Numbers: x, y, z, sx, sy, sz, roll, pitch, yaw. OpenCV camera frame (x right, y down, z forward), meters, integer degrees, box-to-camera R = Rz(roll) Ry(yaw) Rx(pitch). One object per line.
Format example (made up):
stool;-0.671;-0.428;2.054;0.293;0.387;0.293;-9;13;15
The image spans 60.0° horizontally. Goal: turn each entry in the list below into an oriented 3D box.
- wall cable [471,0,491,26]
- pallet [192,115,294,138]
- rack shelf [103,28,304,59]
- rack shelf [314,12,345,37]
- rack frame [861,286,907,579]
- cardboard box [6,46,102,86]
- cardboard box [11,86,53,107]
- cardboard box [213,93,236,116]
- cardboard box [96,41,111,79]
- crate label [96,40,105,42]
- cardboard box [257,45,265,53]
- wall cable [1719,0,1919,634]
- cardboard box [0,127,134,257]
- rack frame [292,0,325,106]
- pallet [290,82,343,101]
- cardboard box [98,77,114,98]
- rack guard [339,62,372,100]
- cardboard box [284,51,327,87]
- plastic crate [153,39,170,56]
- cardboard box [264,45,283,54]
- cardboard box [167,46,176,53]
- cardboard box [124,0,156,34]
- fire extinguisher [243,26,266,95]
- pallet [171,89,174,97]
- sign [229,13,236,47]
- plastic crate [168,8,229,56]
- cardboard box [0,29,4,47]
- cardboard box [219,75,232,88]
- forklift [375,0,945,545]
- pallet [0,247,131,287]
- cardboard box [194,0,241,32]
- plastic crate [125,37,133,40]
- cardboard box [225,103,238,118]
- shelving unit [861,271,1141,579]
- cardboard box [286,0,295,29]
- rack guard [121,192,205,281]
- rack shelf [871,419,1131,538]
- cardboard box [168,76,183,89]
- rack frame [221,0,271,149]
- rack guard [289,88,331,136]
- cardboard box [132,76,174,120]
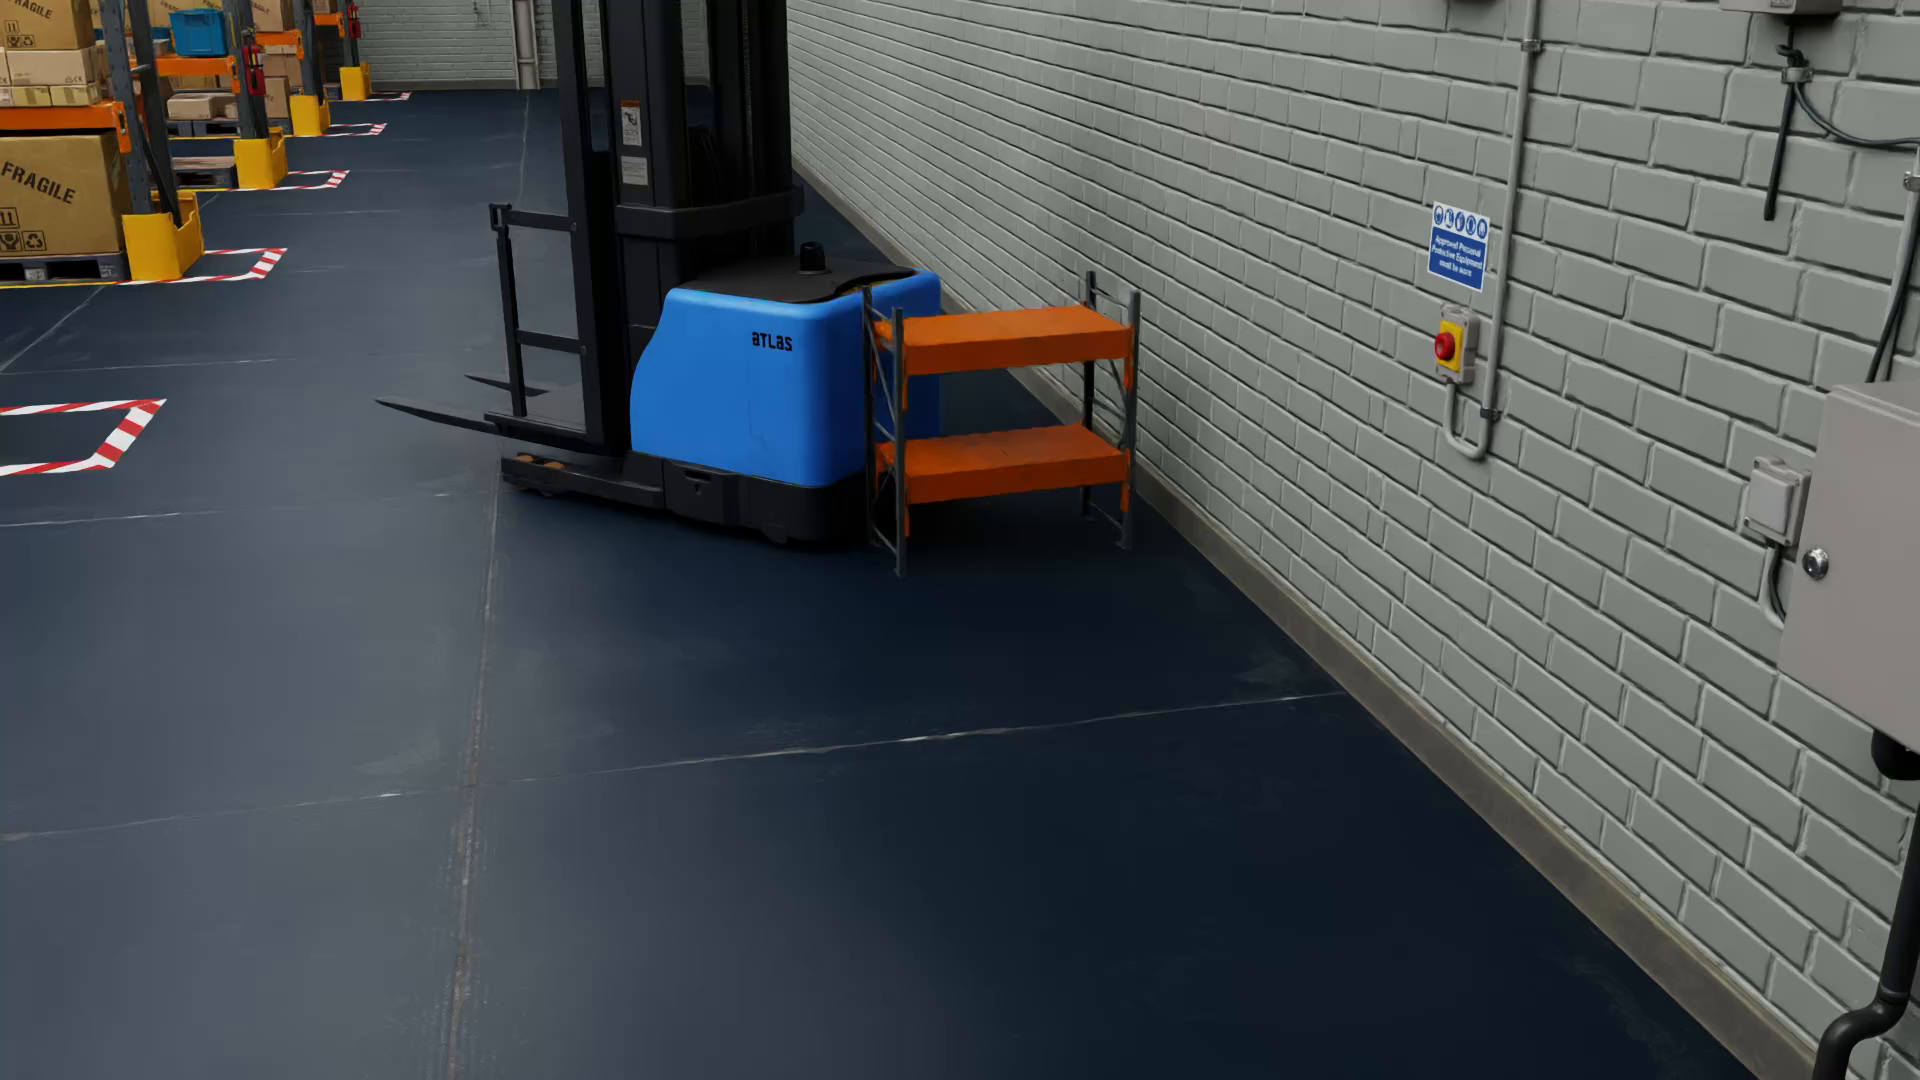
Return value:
wall cable;-8.721;-9.460;27.301;1.851;1.984;0.084;-5;21;-12
pallet;-9.455;-5.528;22.099;1.213;0.211;1.003;-5;21;-12
rack shelf;-10.552;-6.411;21.501;4.000;0.370;1.077;-5;21;-12
rack shelf;-11.696;-8.069;26.026;4.000;0.370;1.077;-5;21;-12
rack frame;-0.316;-0.451;6.905;0.032;1.125;0.500;-7;21;-18
cardboard box;-6.740;-3.533;12.383;0.500;0.250;0.500;-5;21;-13
cardboard box;-6.853;-3.313;12.364;0.250;0.149;0.380;-4;21;-12
cardboard box;-9.687;-5.835;22.240;0.500;0.250;0.500;-5;21;-12
cardboard box;-6.859;-3.712;12.874;0.500;0.250;0.500;-5;21;-14
crate label;-8.772;-4.979;16.843;0.243;0.136;0.396;-5;21;-12
cardboard box;-11.068;-7.821;26.384;0.250;0.149;0.380;-4;21;-12
wall cable;1.770;-0.731;3.472;0.122;1.984;0.588;-5;21;-12
cardboard box;-6.934;-2.713;12.838;0.875;0.875;0.875;-5;21;-12
rack frame;-8.606;-6.907;21.809;0.127;3.000;1.000;-5;21;-12
pallet;-10.509;-7.166;26.570;1.213;0.211;1.003;-5;21;-12
cardboard box;-6.751;-3.555;13.024;0.250;0.149;0.380;-4;21;-12
rack guard;-9.726;-7.393;26.770;0.348;0.500;1.175;-5;21;-12
cardboard box;-10.407;-7.499;26.450;0.500;0.500;0.700;-5;21;-12
plastic crate;-8.221;-5.028;16.975;0.243;0.136;0.396;-5;21;-12
cardboard box;-10.739;-7.712;26.088;0.250;0.149;0.380;-4;21;-11
cardboard box;-12.309;-7.720;26.108;0.250;0.149;0.380;-5;21;-14
cardboard box;-10.460;-6.708;21.119;0.500;0.500;0.500;-5;21;-13
fire extinguisher;-7.218;-4.897;16.977;0.183;0.674;0.296;-5;21;-12
pallet;-12.884;-6.973;26.043;1.213;0.211;1.003;-5;21;-12
sign;-7.327;-5.142;16.755;0.005;0.325;0.100;-5;21;-12
plastic crate;-7.752;-5.204;17.022;0.499;0.435;0.616;-5;21;-12
cardboard box;-7.346;-4.025;12.637;0.500;0.500;0.500;-5;21;-14
cardboard box;-11.384;-7.420;26.232;0.500;0.500;0.700;-5;21;-14
forklift;-1.593;-1.720;7.749;3.031;2.935;1.130;12;23;30
pallet;-7.090;-2.192;12.991;1.213;0.211;1.003;-5;21;-12
cardboard box;-9.483;-6.785;21.331;0.500;0.500;0.500;-4;21;-12
plastic crate;-8.777;-5.192;17.424;0.298;0.136;0.250;-5;21;-12
cardboard box;-9.493;-5.656;21.873;0.250;0.166;0.380;-5;21;-12
shelving unit;0.165;-0.507;7.060;1.048;1.125;0.538;-7;21;-18
cardboard box;-9.098;-7.007;21.937;0.500;0.500;0.500;-4;21;-11
rack guard;-6.306;-2.419;13.191;0.348;0.500;1.175;-5;21;-12
rack shelf;0.165;-0.277;7.143;1.000;0.278;0.538;-7;21;-18
cardboard box;-12.401;-7.335;26.002;0.500;0.500;0.700;-5;21;-13
rack frame;-7.470;-5.249;17.282;0.127;3.000;1.000;-5;21;-12
rack guard;-8.680;-5.727;22.223;0.348;0.500;1.175;-5;21;-12
cardboard box;-10.671;-5.775;21.709;0.637;0.503;0.797;-5;21;-12
